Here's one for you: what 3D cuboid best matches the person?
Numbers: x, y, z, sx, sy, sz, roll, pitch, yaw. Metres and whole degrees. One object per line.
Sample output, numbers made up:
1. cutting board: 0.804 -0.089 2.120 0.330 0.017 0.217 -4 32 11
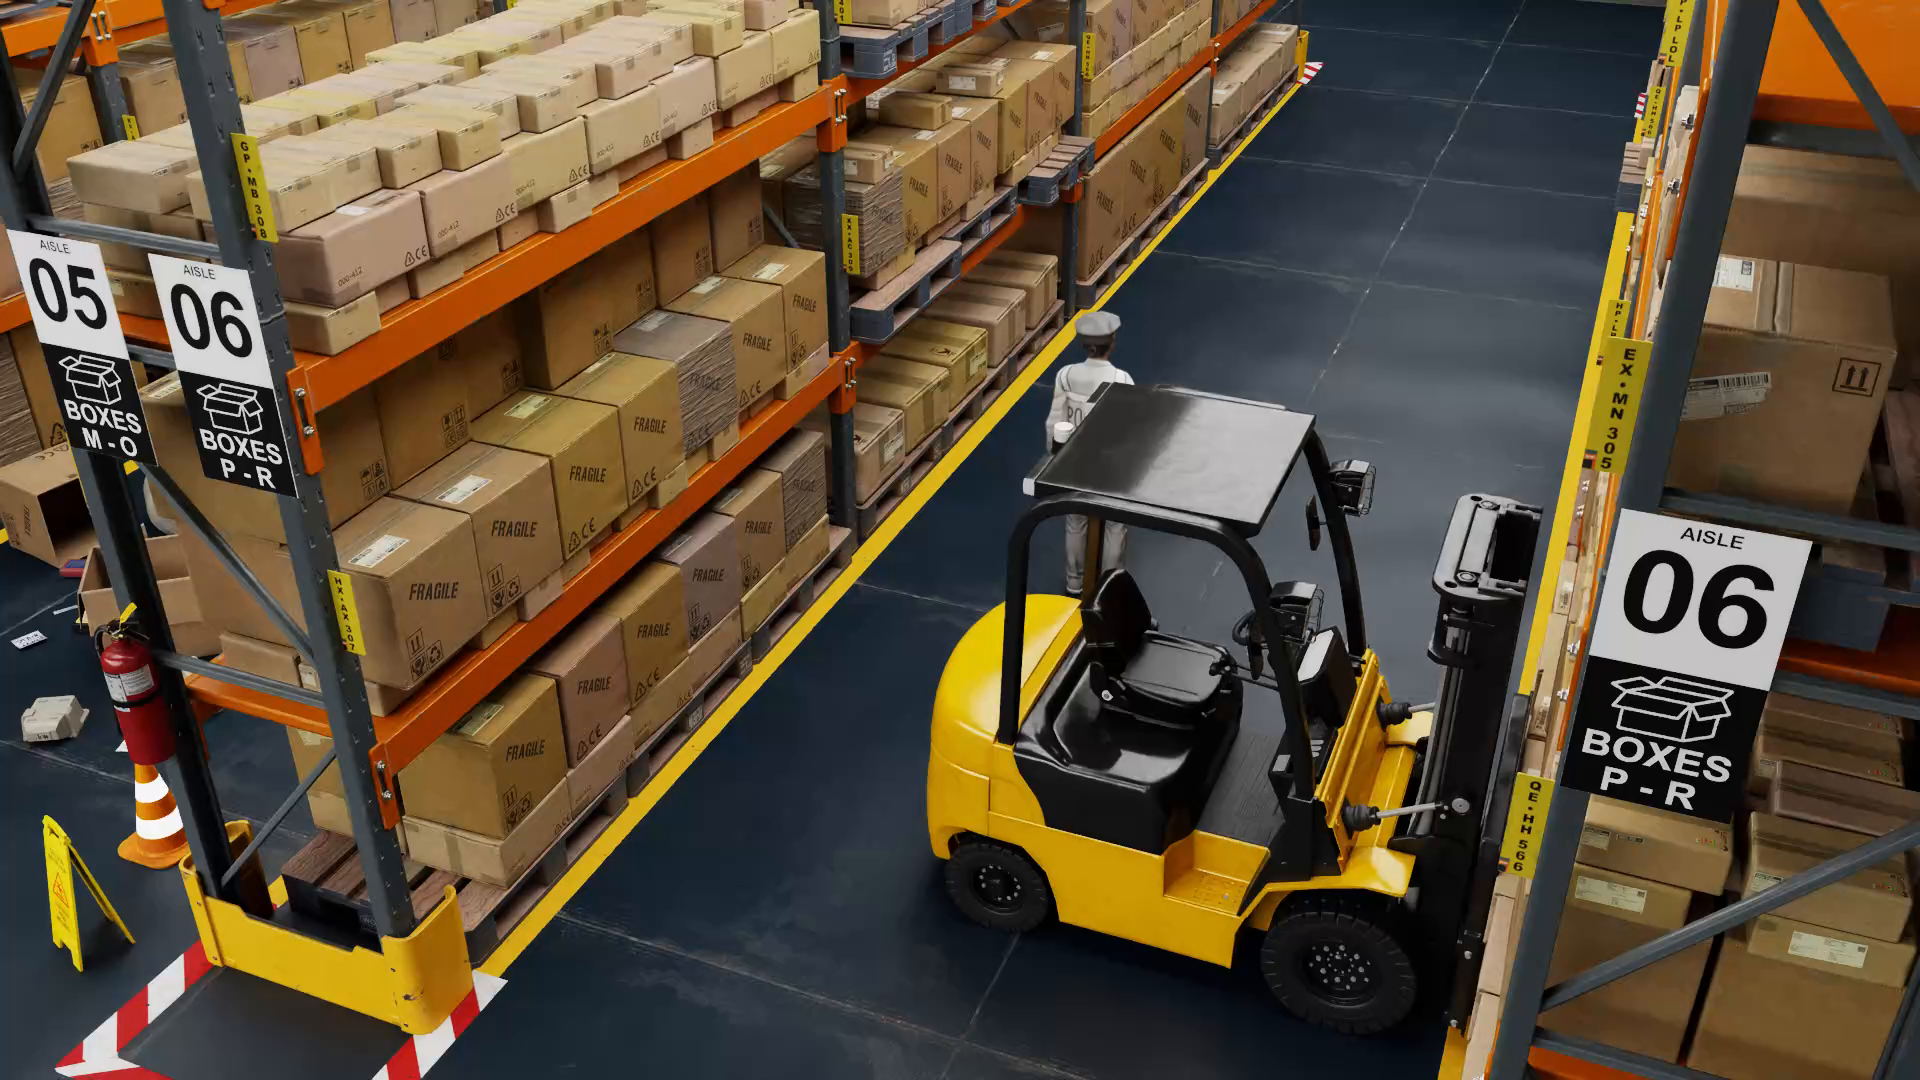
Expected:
1. person: 0.737 -0.426 9.133 0.526 1.662 0.414 10 31 17
